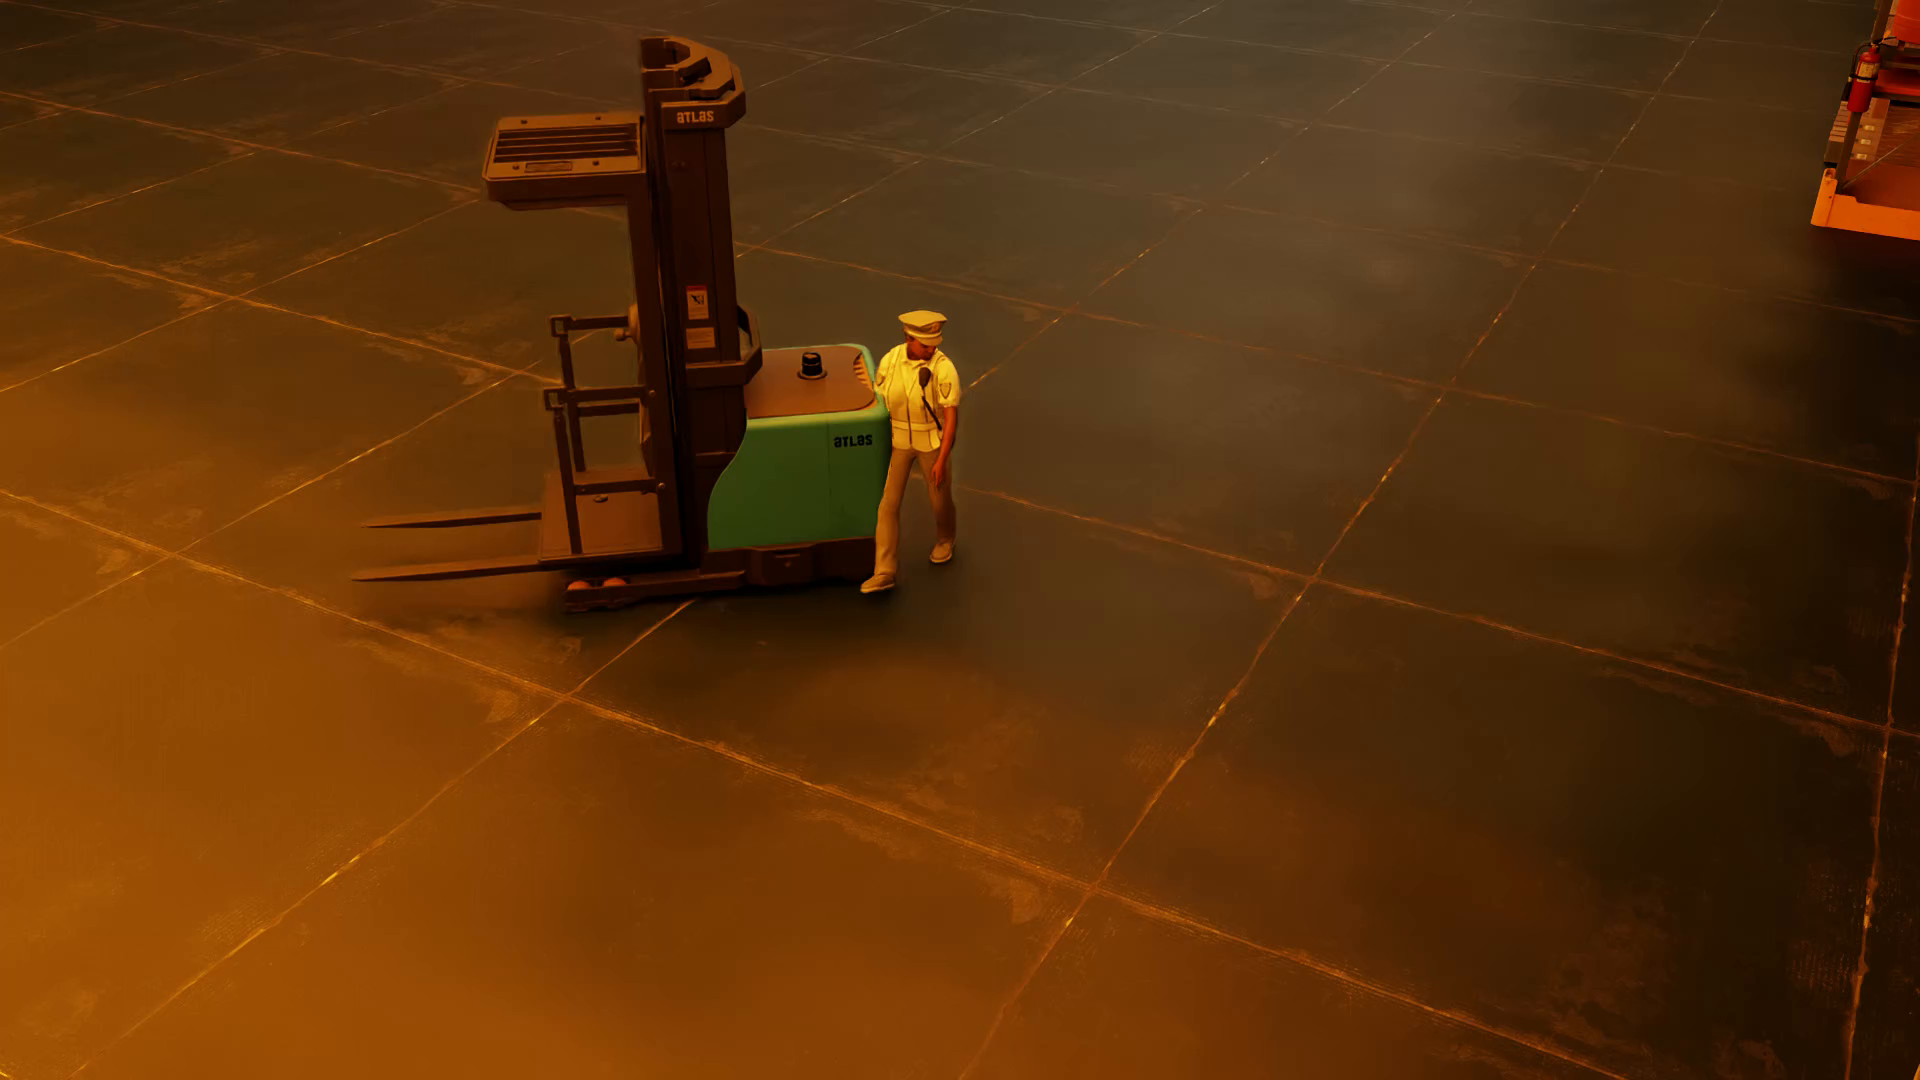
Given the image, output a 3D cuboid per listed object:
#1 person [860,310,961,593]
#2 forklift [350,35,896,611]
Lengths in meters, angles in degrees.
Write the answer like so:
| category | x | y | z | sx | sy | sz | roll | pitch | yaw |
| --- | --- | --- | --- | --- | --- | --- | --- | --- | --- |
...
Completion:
| category | x | y | z | sx | sy | sz | roll | pitch | yaw |
| --- | --- | --- | --- | --- | --- | --- | --- | --- | --- |
| person | -0.297 | -0.498 | 9.265 | 0.594 | 1.608 | 0.853 | 7 | 31 | 11 |
| forklift | -1.936 | -1.155 | 9.072 | 3.031 | 2.935 | 1.130 | -5 | 30 | -9 |
